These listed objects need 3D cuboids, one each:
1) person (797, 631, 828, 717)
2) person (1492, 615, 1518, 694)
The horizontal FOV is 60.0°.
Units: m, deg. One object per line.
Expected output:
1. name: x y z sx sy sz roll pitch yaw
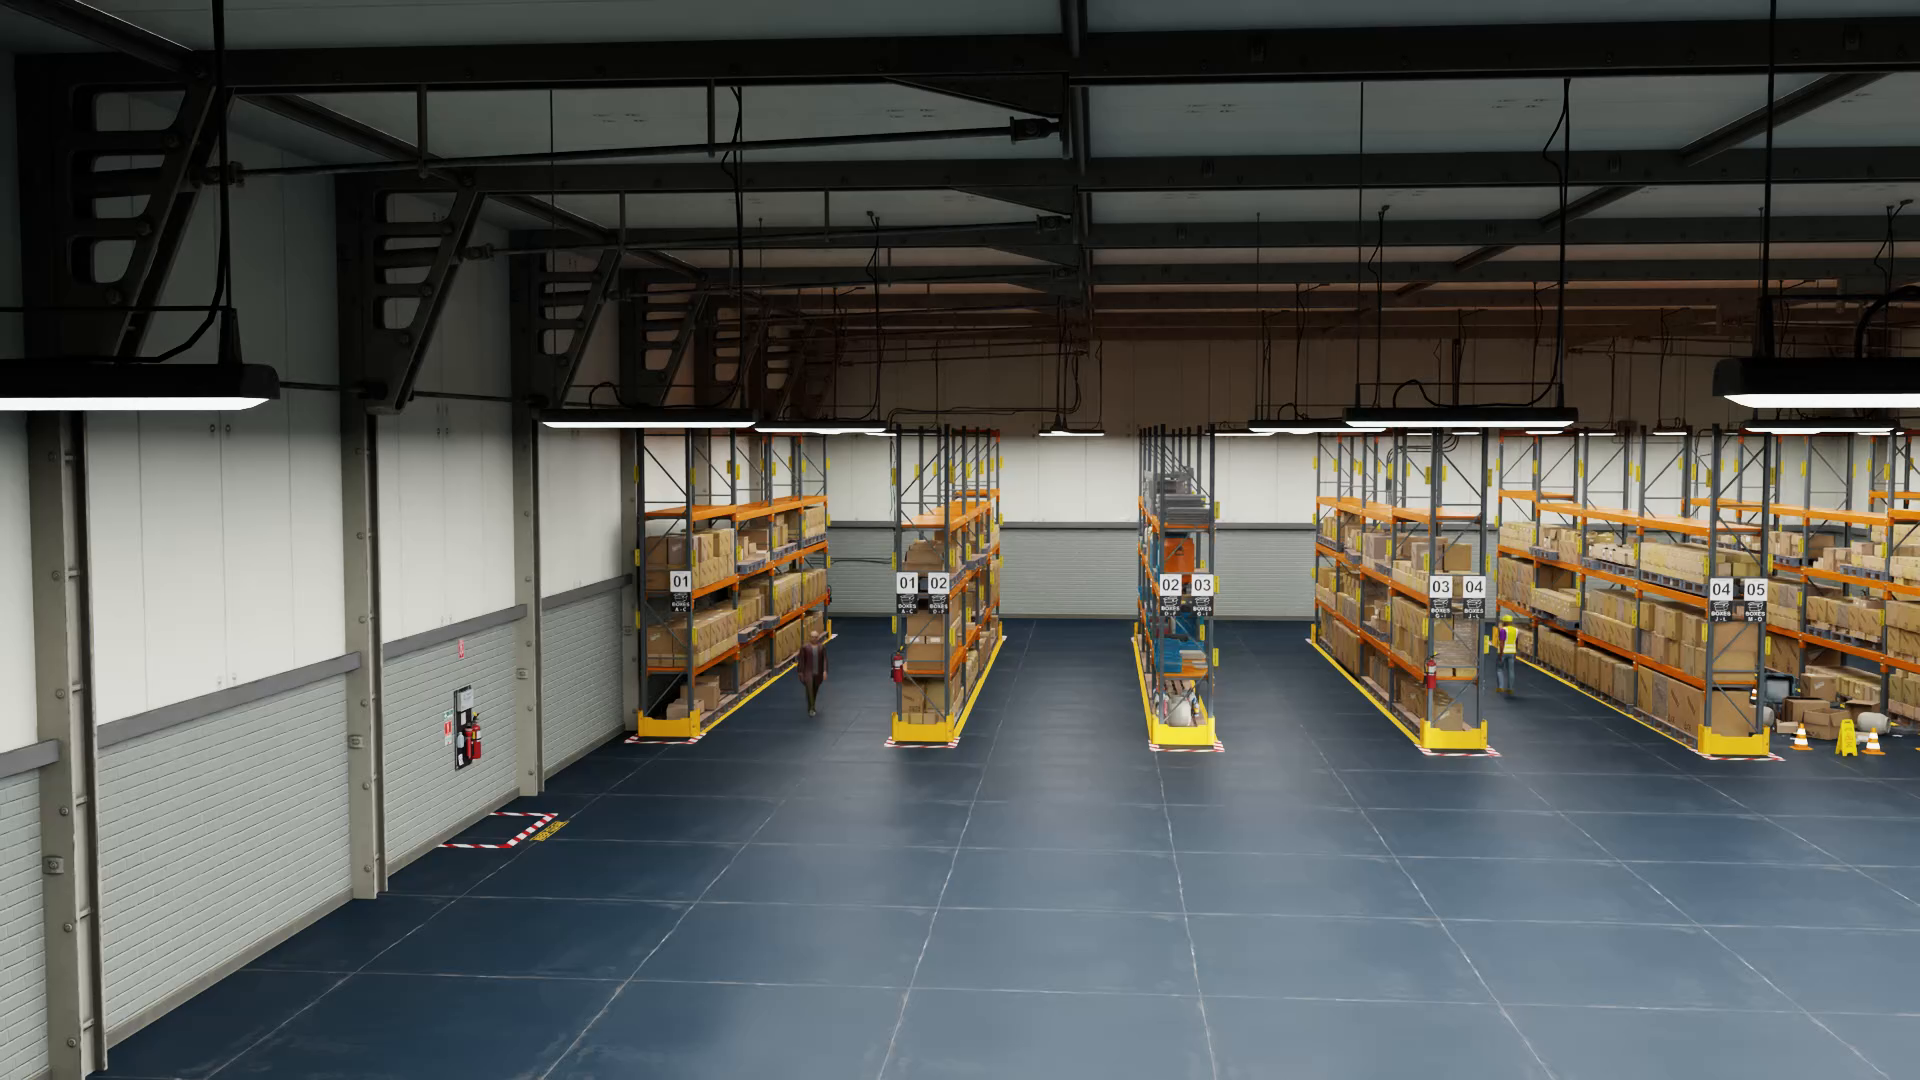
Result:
1. person: -3.023 2.739 34.361 0.594 1.727 1.059 -2 4 -27
2. person: 12.339 2.590 37.409 0.534 1.809 0.602 0 3 -4
